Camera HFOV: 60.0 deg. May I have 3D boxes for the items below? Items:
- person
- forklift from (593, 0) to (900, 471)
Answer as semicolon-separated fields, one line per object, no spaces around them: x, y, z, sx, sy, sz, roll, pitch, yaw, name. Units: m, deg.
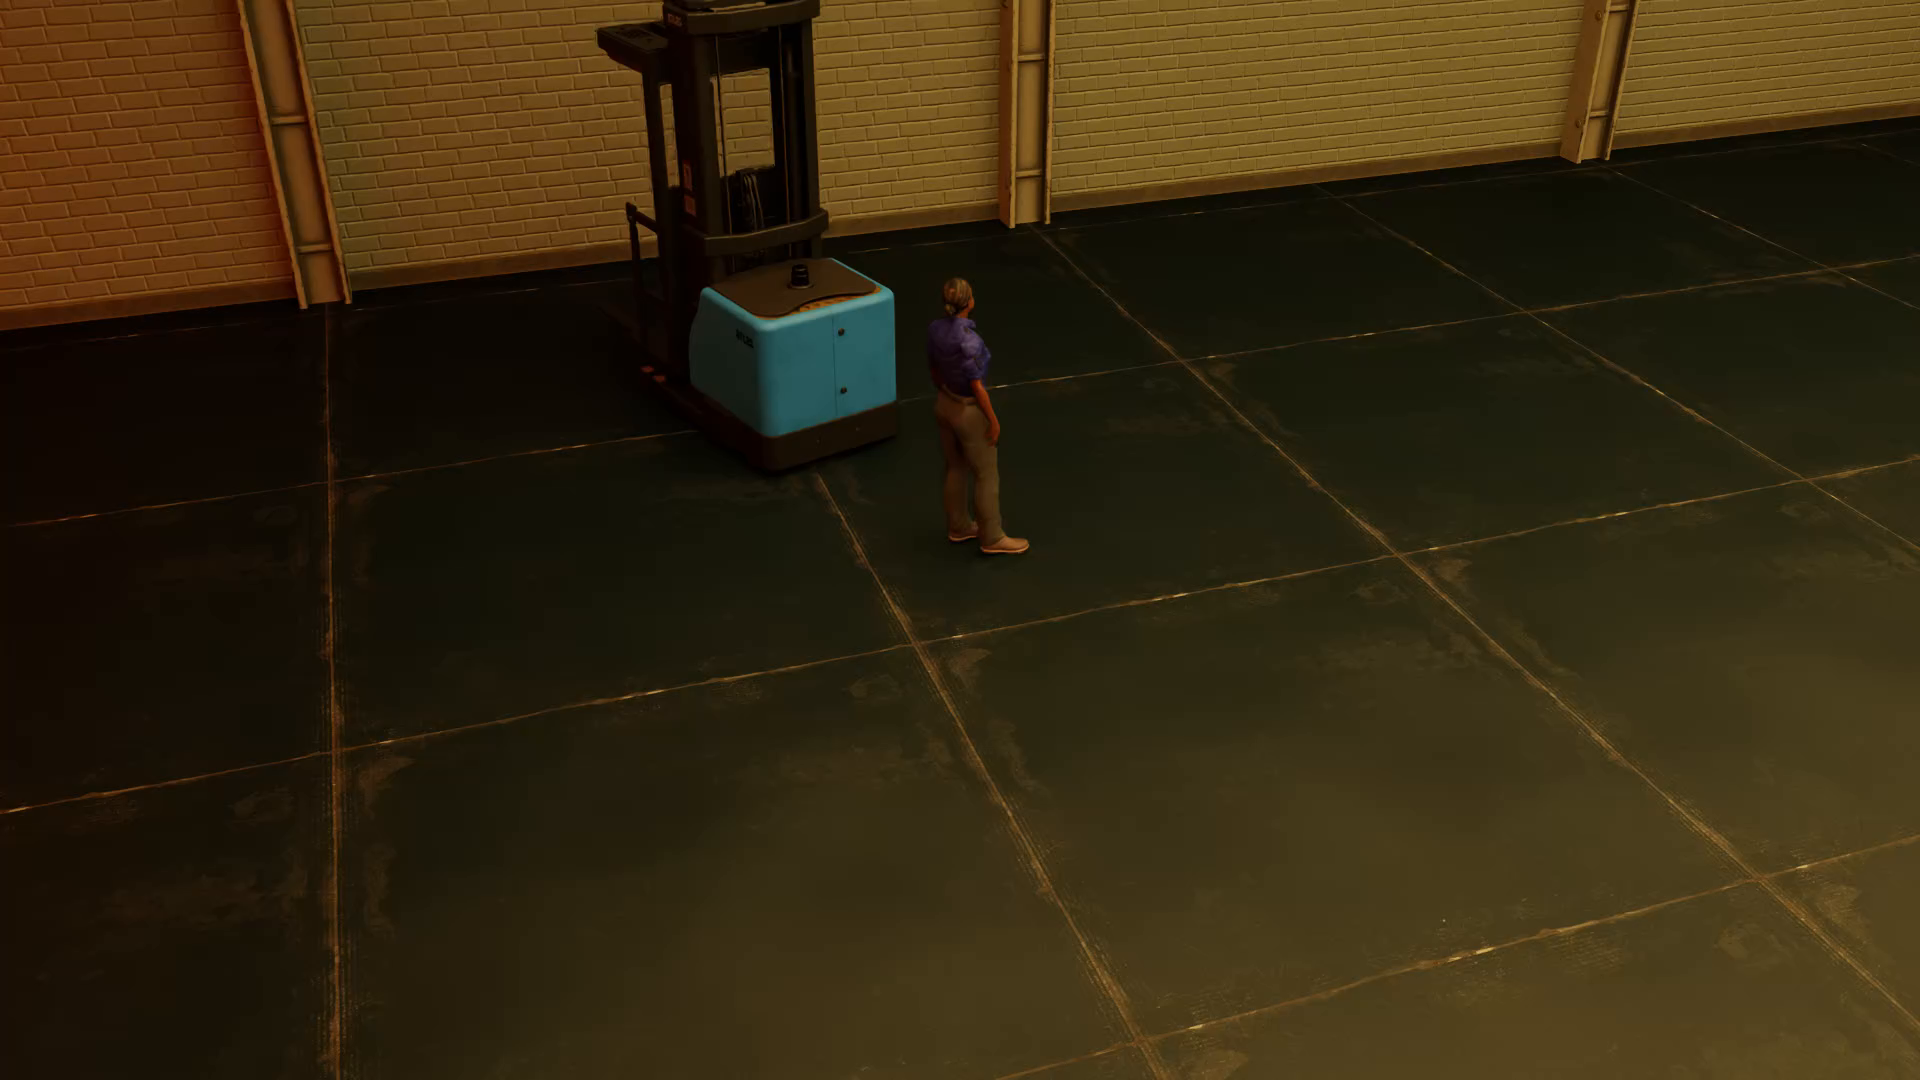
0.078;-0.727;9.633;0.412;1.655;0.630;-21;36;-31;person
-1.668;-2.396;11.251;1.130;2.935;3.031;-20;35;-30;forklift
